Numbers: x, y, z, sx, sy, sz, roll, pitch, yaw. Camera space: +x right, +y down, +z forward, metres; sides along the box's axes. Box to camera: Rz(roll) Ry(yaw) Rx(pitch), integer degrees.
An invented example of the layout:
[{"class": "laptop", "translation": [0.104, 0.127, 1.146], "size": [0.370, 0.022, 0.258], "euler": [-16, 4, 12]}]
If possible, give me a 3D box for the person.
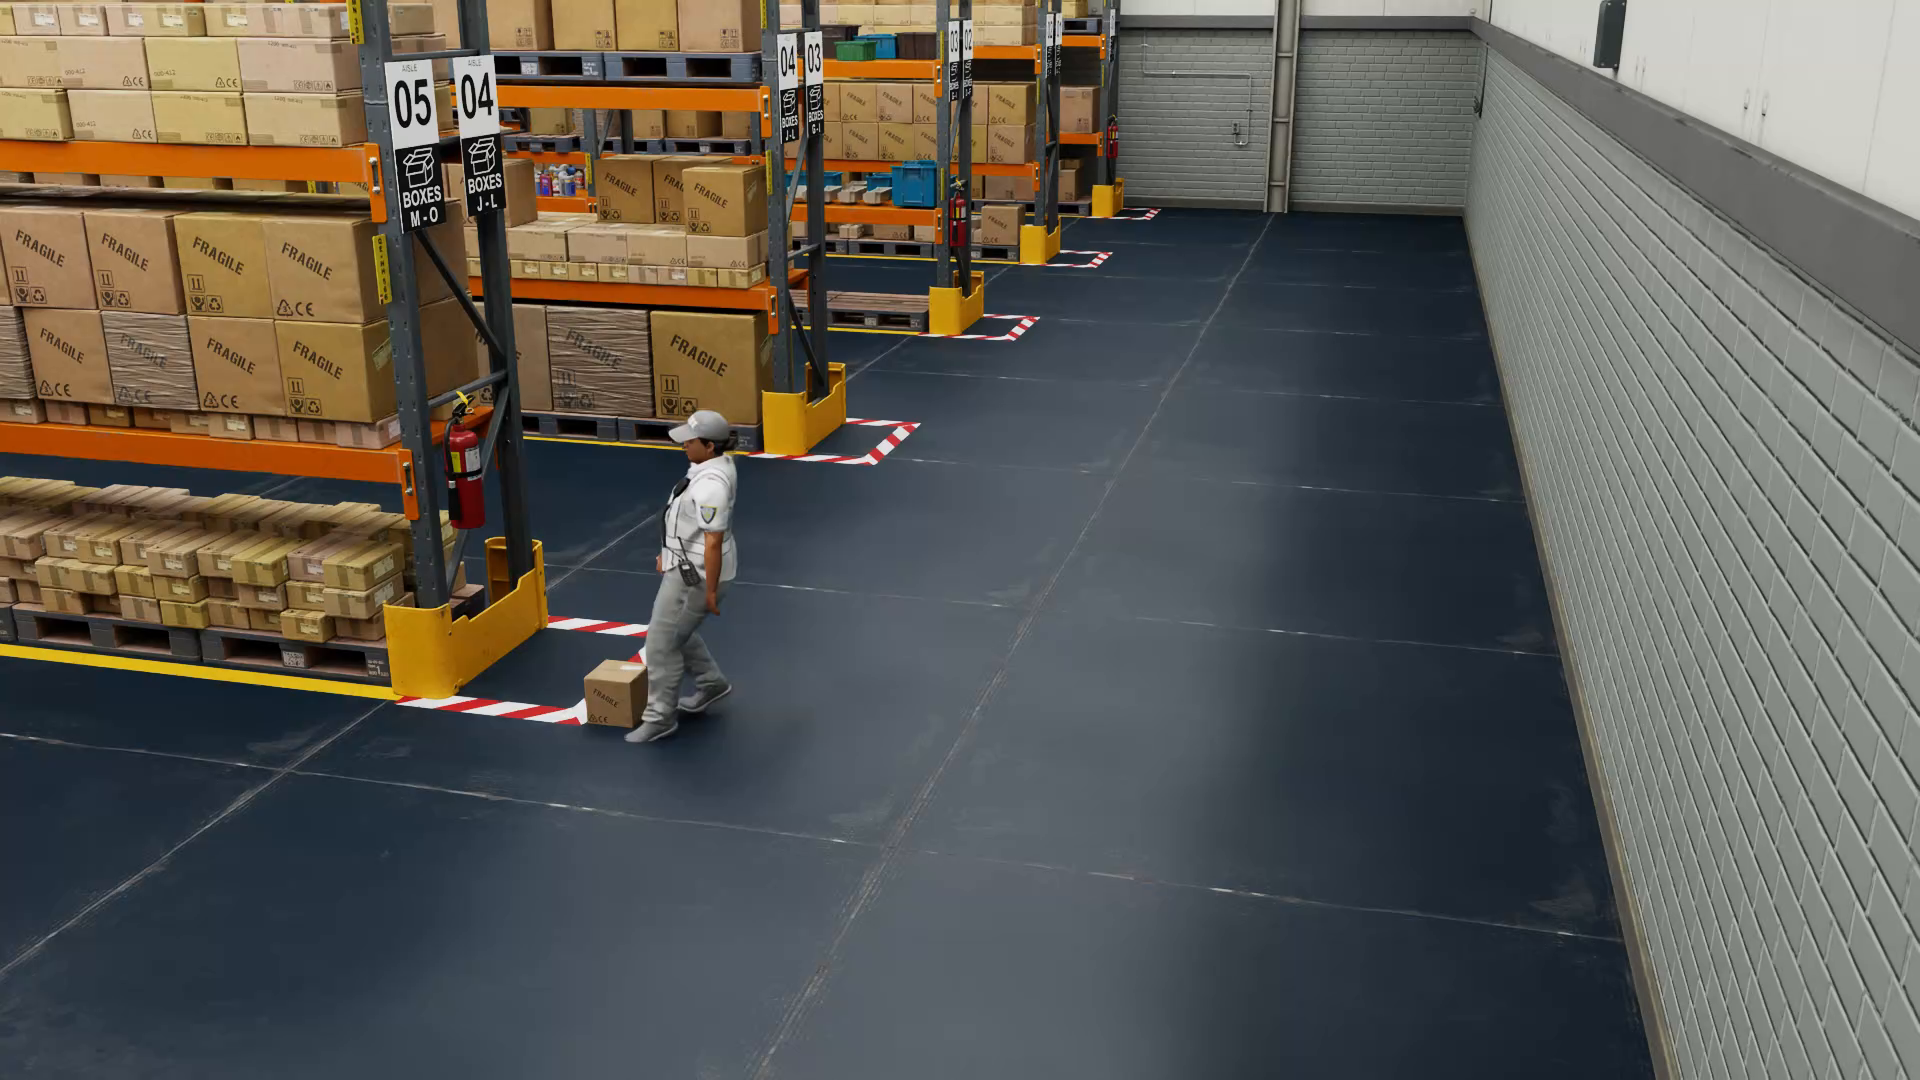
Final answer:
[{"class": "person", "translation": [-1.384, 0.184, 8.114], "size": [0.620, 1.688, 0.533], "euler": [-1, 18, -3]}]
